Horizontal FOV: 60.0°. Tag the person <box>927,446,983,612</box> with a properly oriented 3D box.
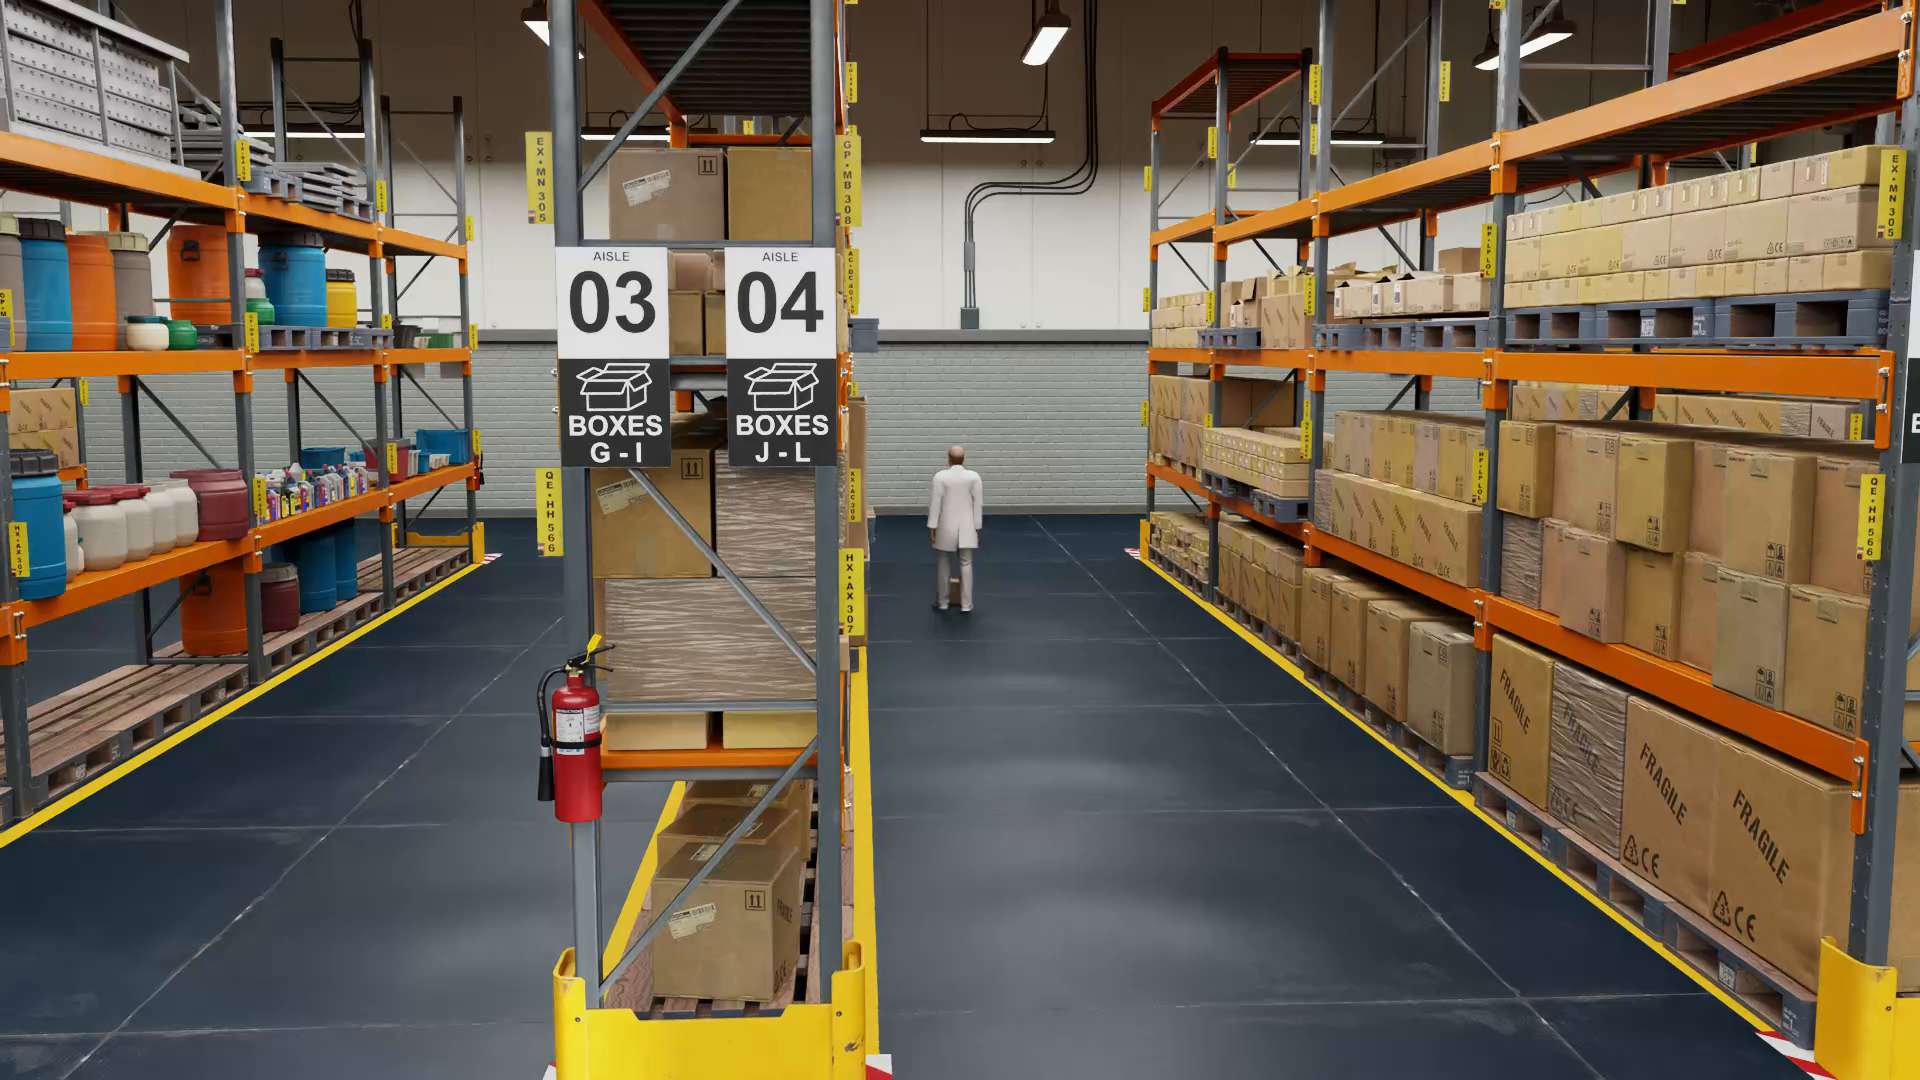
[{"bbox_3d":[-0.072,-0.132,17.929,0.596,1.781,0.576,-1,7,-9],"label":"person"}]
